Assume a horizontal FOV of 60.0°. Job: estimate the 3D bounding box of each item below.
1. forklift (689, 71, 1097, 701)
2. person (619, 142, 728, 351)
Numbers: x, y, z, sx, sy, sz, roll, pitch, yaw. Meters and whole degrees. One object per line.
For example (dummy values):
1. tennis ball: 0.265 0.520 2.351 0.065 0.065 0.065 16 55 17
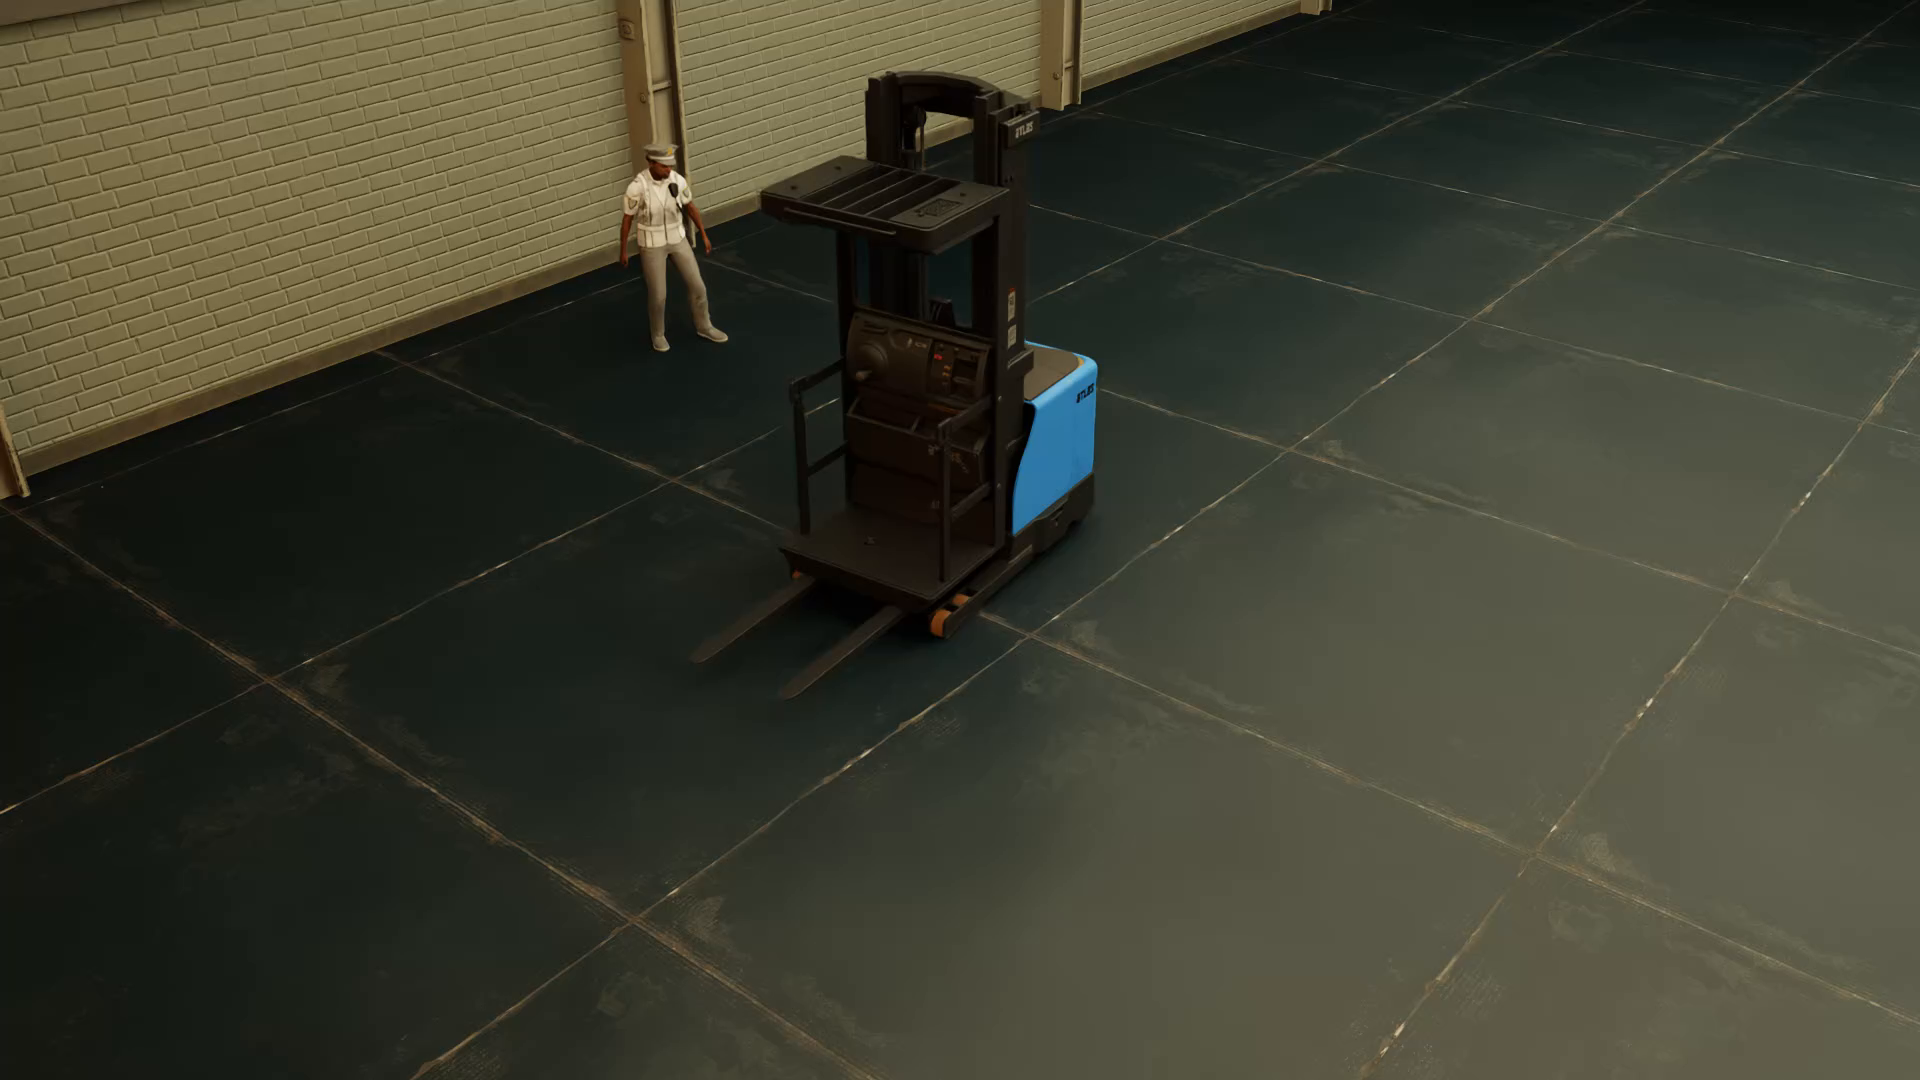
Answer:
1. forklift: -0.358 -0.973 9.260 1.130 2.935 3.031 18 35 28
2. person: -2.234 -2.260 12.757 0.754 1.633 0.384 -16 34 -25
